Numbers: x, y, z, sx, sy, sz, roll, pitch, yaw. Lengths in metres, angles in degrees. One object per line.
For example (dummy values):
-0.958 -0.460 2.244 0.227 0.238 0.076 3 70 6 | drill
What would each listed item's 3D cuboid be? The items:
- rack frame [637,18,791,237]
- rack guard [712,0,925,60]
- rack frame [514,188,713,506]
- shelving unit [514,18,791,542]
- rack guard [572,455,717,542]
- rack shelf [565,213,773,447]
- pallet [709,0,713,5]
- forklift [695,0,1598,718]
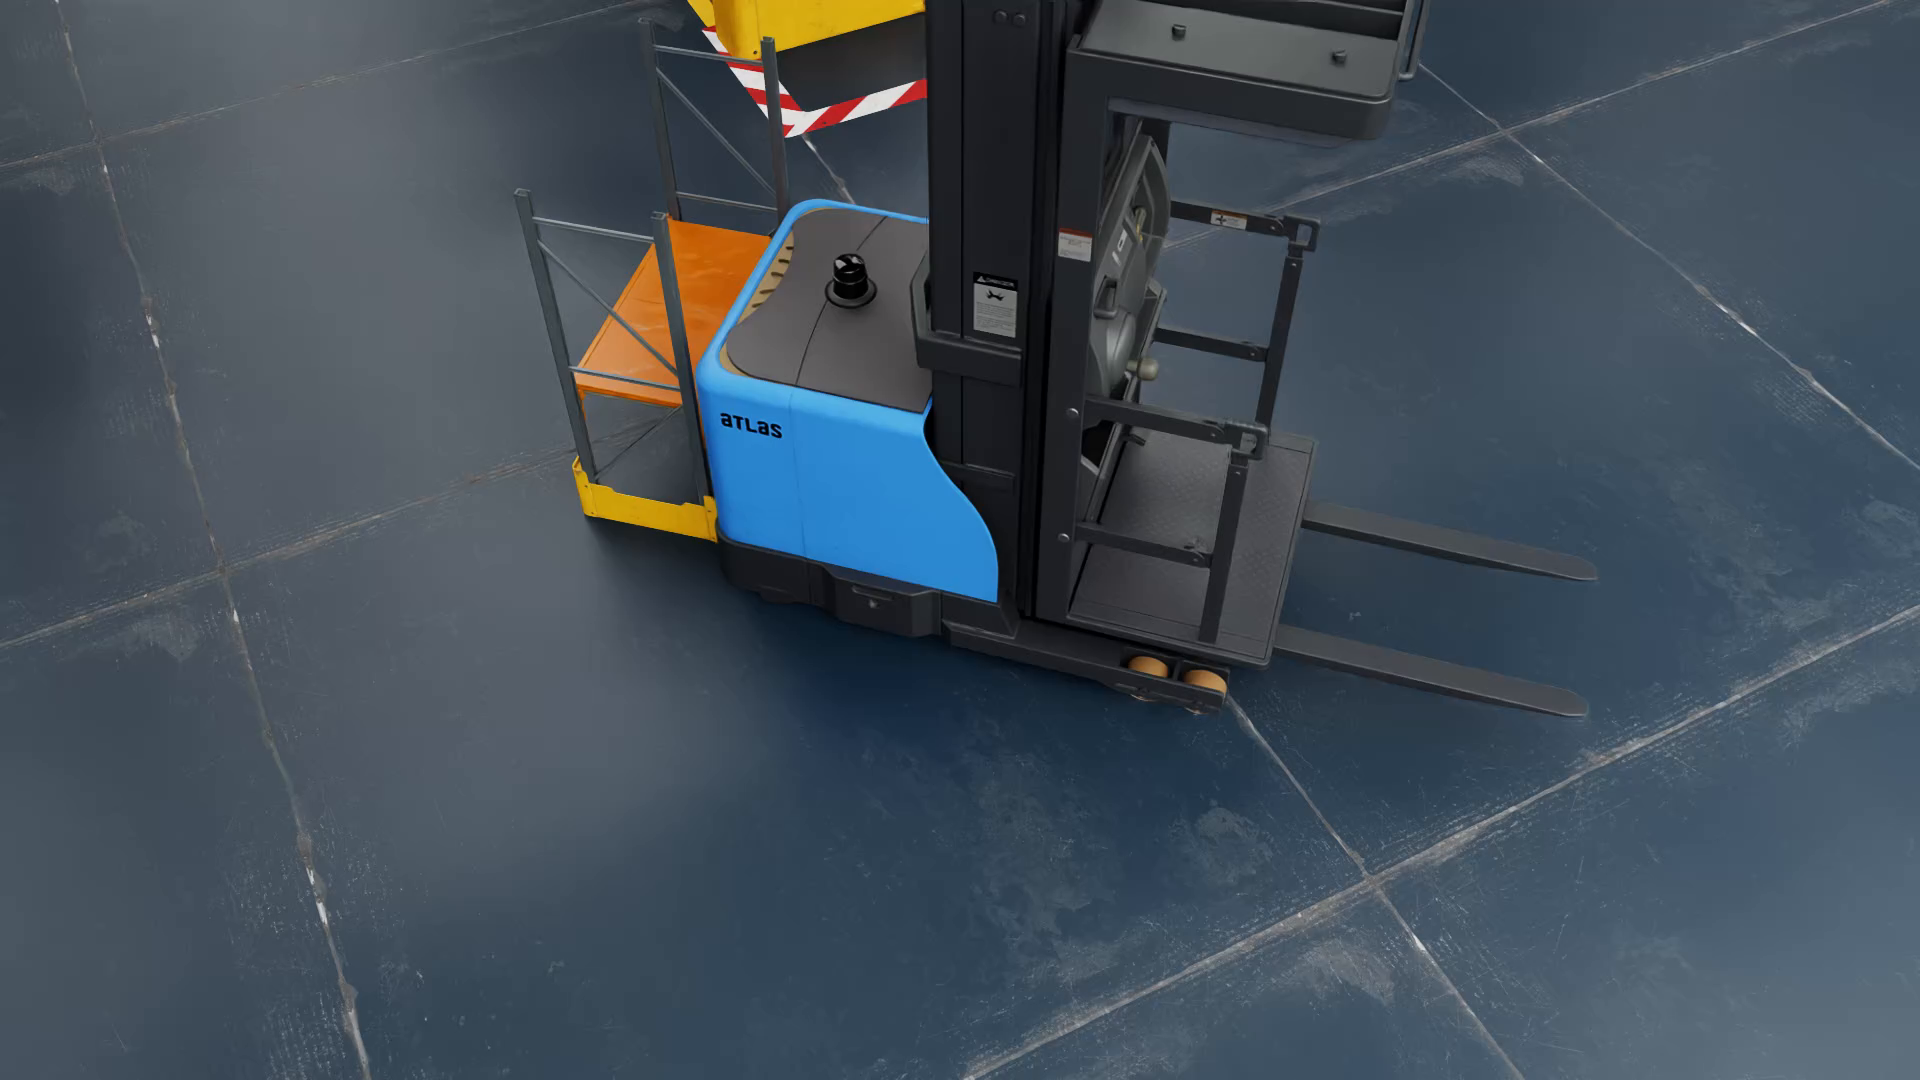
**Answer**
-0.890 -1.292 6.383 0.500 1.500 0.032 11 50 10 | rack frame
-0.672 -2.865 8.424 1.175 0.500 0.348 -21 52 -18 | rack guard
-1.152 -0.552 5.737 0.500 1.500 0.032 11 50 10 | rack frame
-1.019 -0.929 6.066 0.587 1.500 1.083 11 50 10 | shelving unit
-1.147 -0.155 6.219 0.587 0.250 0.087 11 50 10 | rack guard
-1.021 -0.803 6.195 0.538 0.185 1.000 11 50 10 | rack shelf
-1.039 -3.316 9.010 1.003 0.211 1.213 -21 52 -18 | pallet
0.706 -0.814 5.015 3.031 2.935 1.130 13 50 11 | forklift
